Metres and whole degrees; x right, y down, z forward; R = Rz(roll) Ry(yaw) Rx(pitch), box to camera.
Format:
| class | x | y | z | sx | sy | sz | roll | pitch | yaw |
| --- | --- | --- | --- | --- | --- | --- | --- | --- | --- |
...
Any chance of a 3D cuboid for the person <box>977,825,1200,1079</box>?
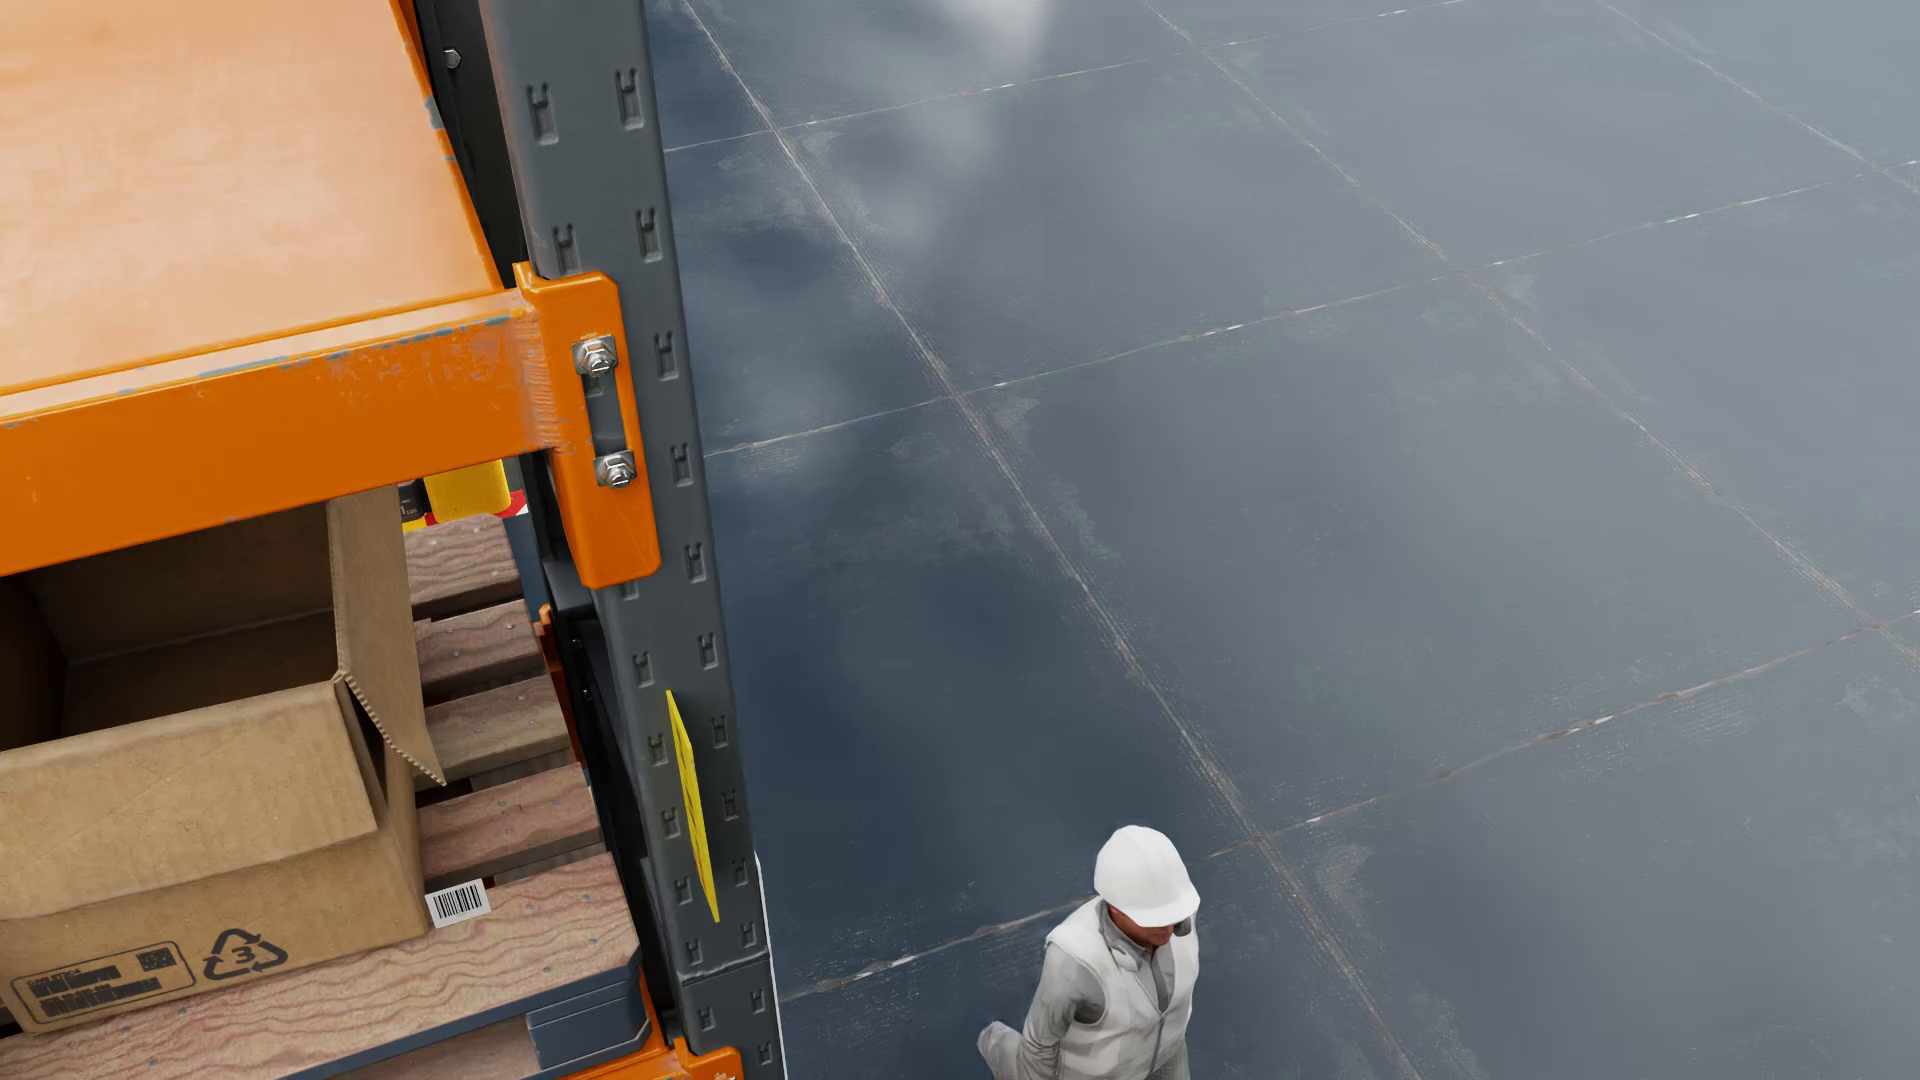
| class | x | y | z | sx | sy | sz | roll | pitch | yaw |
| --- | --- | --- | --- | --- | --- | --- | --- | --- | --- |
| person | 0.375 | 1.344 | 4.629 | 0.618 | 1.729 | 0.951 | -26 | 48 | -27 |
